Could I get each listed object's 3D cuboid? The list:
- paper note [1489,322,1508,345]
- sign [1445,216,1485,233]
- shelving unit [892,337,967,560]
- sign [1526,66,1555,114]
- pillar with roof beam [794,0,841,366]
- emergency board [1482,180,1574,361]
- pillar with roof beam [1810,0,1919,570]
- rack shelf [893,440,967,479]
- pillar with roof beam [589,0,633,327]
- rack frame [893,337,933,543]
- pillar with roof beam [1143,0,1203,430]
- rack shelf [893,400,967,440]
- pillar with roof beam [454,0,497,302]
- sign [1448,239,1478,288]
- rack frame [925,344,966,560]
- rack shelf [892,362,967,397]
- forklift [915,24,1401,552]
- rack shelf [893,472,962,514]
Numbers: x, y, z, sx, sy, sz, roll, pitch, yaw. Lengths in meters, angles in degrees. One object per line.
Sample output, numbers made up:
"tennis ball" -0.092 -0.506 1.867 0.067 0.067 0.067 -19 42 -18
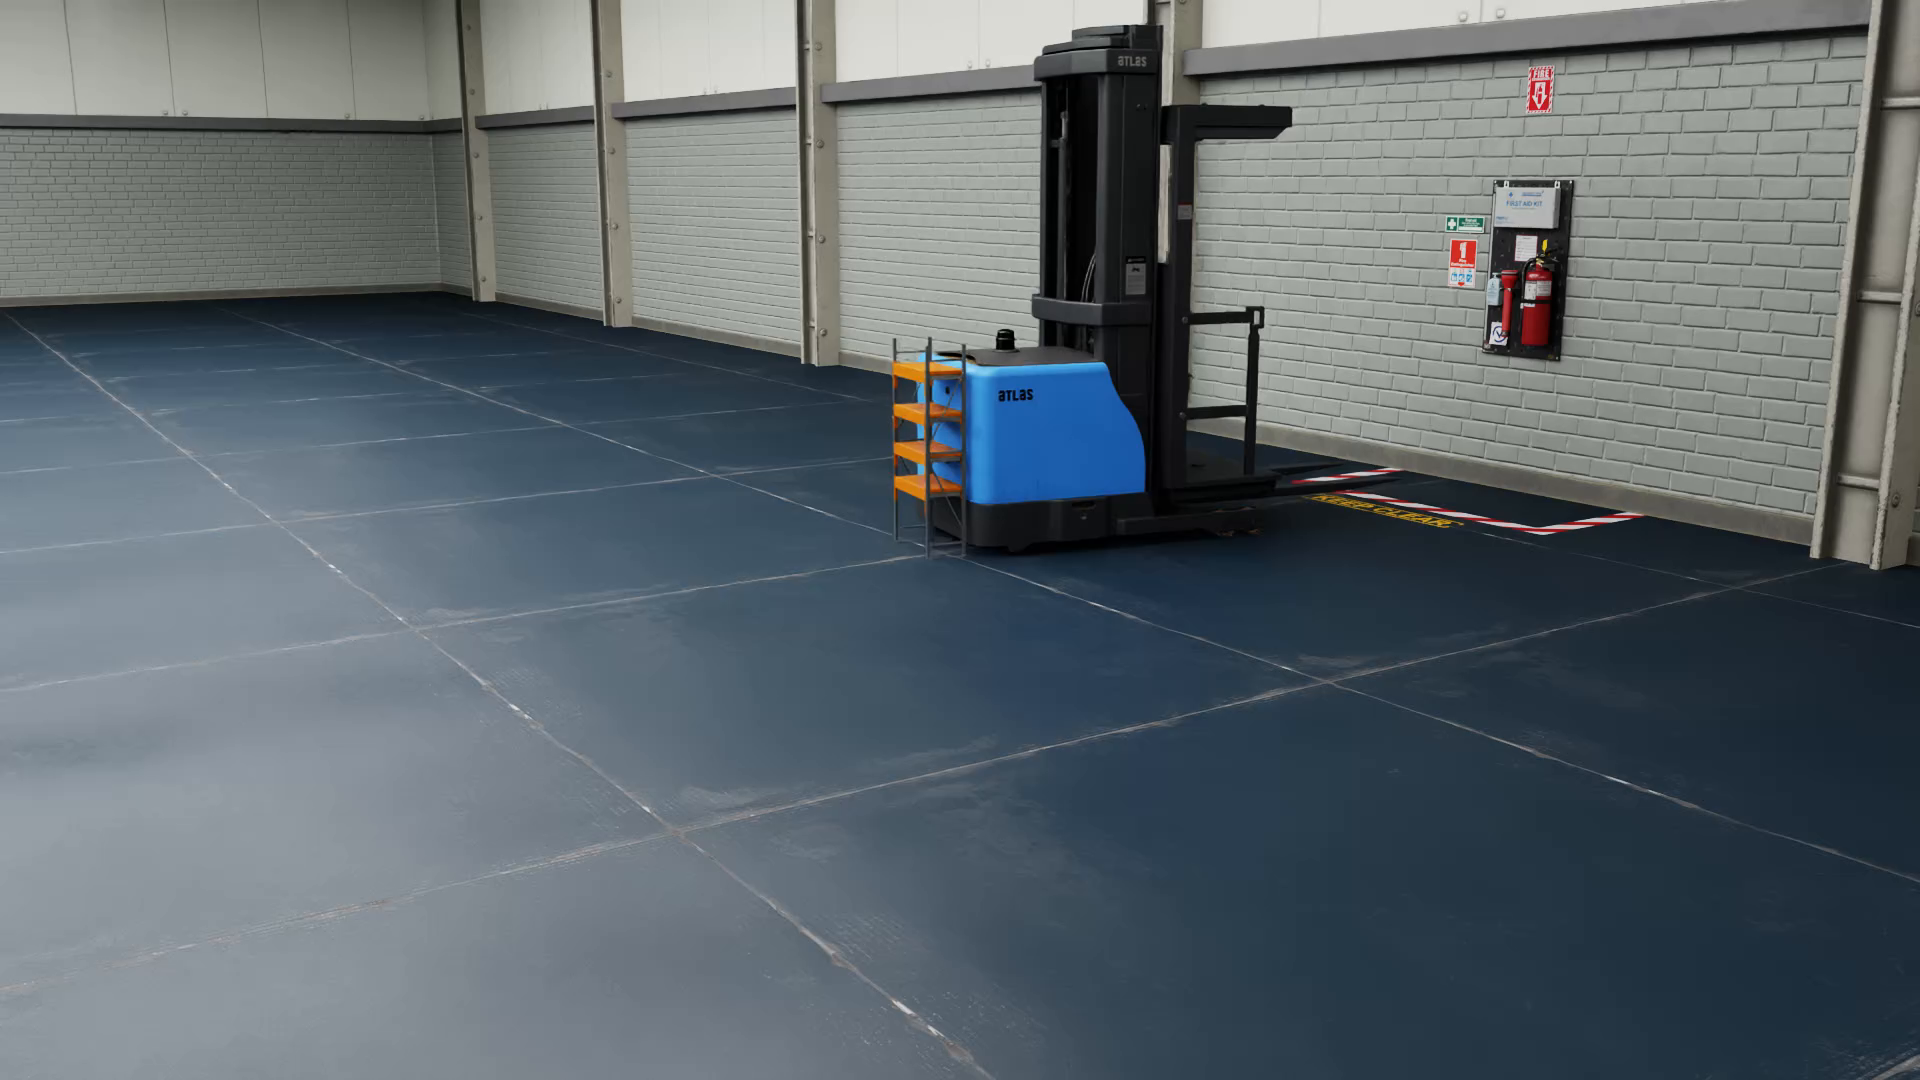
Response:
"paper note" 3.675 -1.407 11.337 0.016 0.148 0.142 -8 15 -33
"sign" 3.490 -2.183 11.499 0.001 0.109 0.331 -8 15 -33
"shelving unit" -0.177 -0.532 9.486 0.258 1.200 0.503 -5 13 -23
"sign" 3.794 -2.944 10.875 0.001 0.298 0.199 -8 15 -33
"pillar with roof beam" -5.180 -5.909 15.820 9.100 9.000 0.400 -8 15 -33
"emergency board" 3.715 -1.798 11.062 0.194 1.169 0.643 -8 15 -33
"pillar with roof beam" 1.469 -3.775 6.061 9.100 9.000 0.400 -8 15 -33
"rack shelf" -0.177 -0.466 9.500 0.258 0.148 0.480 -5 13 -23
"pillar with roof beam" -8.504 -6.976 20.699 9.100 9.000 0.400 -8 15 -33
"rack frame" -0.274 -0.580 9.704 0.240 1.200 0.015 -5 13 -23
"pillar with roof beam" -1.855 -4.842 10.940 9.100 9.000 0.400 -8 15 -33
"rack shelf" -0.177 -0.685 9.452 0.258 0.148 0.480 -5 13 -23
"pillar with roof beam" -11.828 -8.043 25.579 9.100 9.000 0.400 -8 15 -33
"sign" 3.495 -1.926 11.564 0.001 0.329 0.234 -8 15 -33
"rack frame" -0.079 -0.484 9.267 0.240 1.200 0.015 -5 13 -23
"rack shelf" -0.177 -0.916 9.402 0.258 0.148 0.480 -5 13 -23
"forklift" 1.293 -1.545 10.066 3.031 2.935 1.130 -5 13 -22
"rack shelf" -0.177 -0.272 9.543 0.258 0.148 0.480 -5 13 -23
